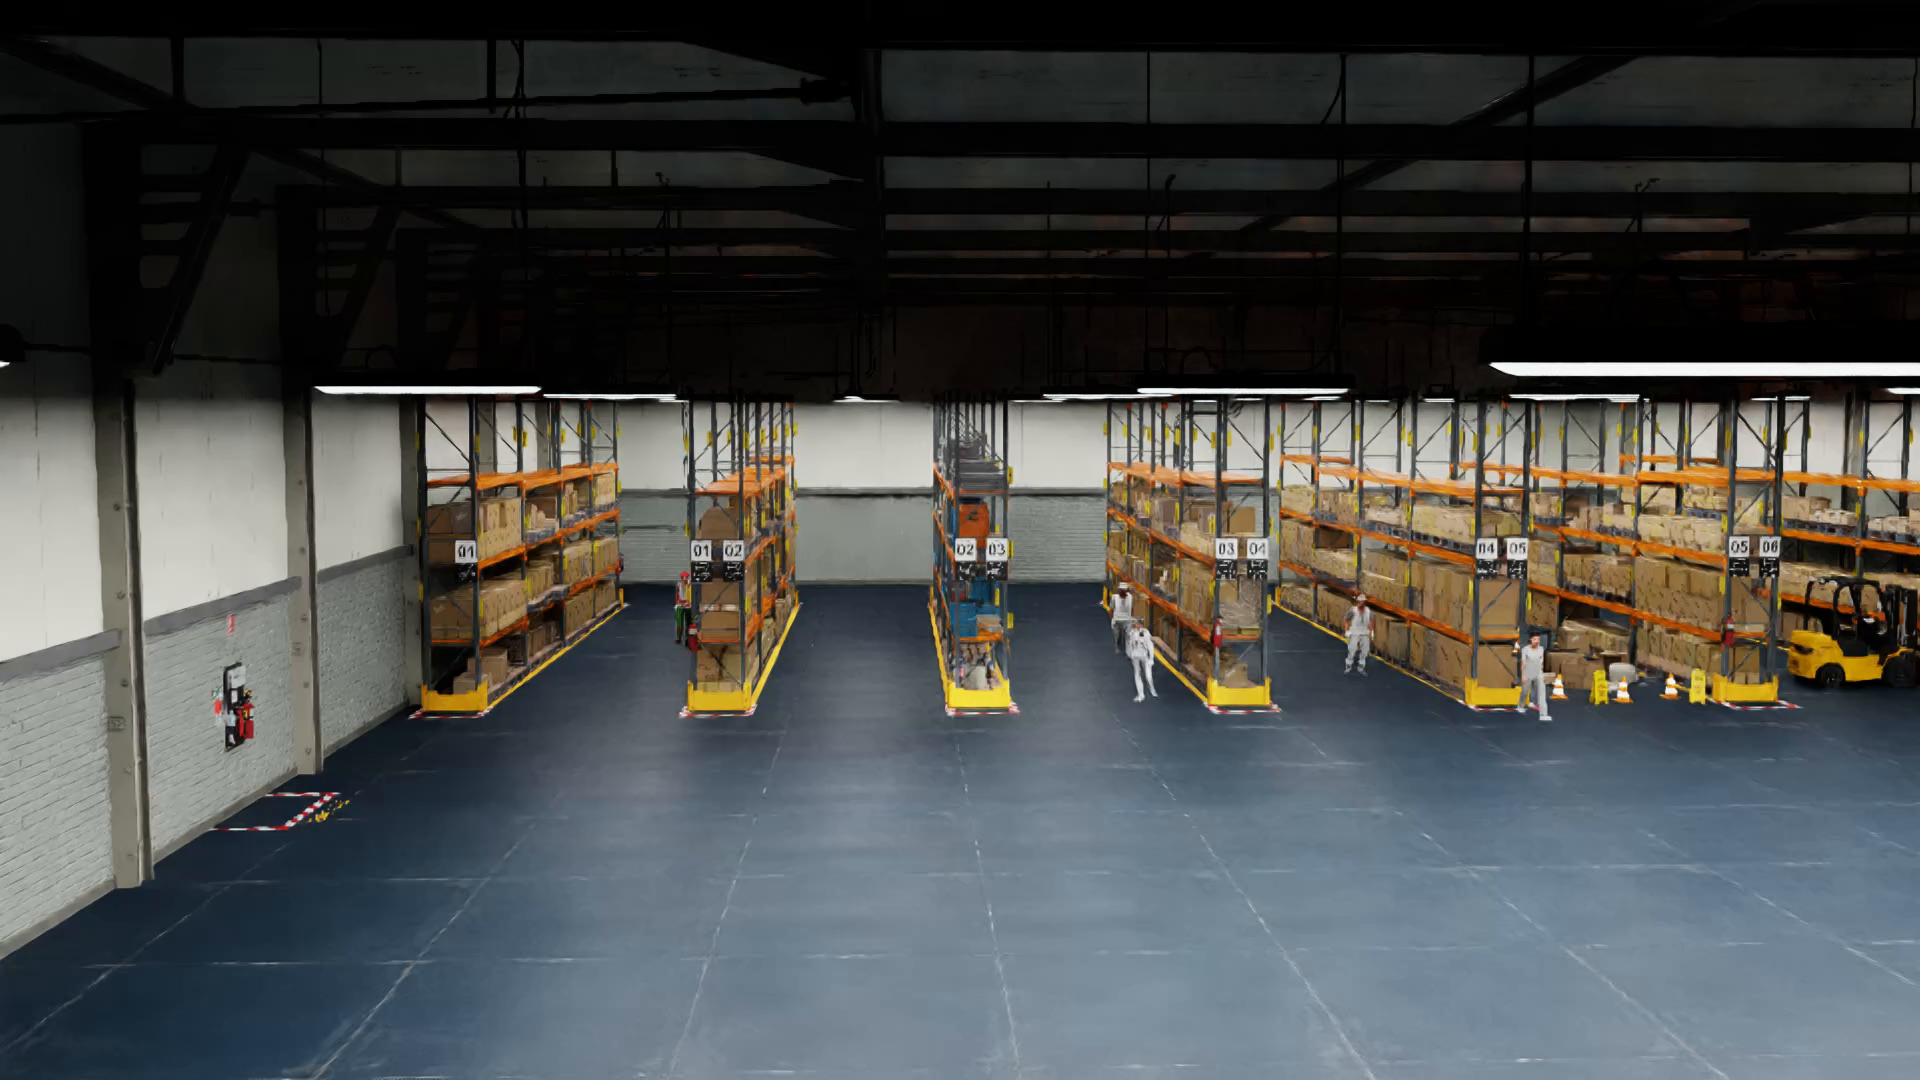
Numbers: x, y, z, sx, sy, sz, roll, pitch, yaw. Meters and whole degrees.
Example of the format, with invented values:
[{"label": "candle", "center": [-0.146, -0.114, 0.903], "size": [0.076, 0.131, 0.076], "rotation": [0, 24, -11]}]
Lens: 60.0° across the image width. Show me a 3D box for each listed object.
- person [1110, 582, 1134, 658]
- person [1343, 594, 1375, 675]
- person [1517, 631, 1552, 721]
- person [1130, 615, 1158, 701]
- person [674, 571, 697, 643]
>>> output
[{"label": "person", "center": [3.672, 1.793, 37.610], "size": [0.566, 1.704, 1.122], "rotation": [0, 5, 0]}, {"label": "person", "center": [8.432, 1.999, 35.128], "size": [0.677, 1.741, 0.552], "rotation": [0, 5, -4]}, {"label": "person", "center": [10.415, 2.445, 30.257], "size": [0.446, 1.590, 1.110], "rotation": [0, 5, 0]}, {"label": "person", "center": [3.558, 2.269, 32.257], "size": [0.527, 1.663, 0.544], "rotation": [3, 6, 34]}, {"label": "person", "center": [-6.626, 1.587, 40.084], "size": [0.550, 1.709, 1.128], "rotation": [0, 5, -4]}]
